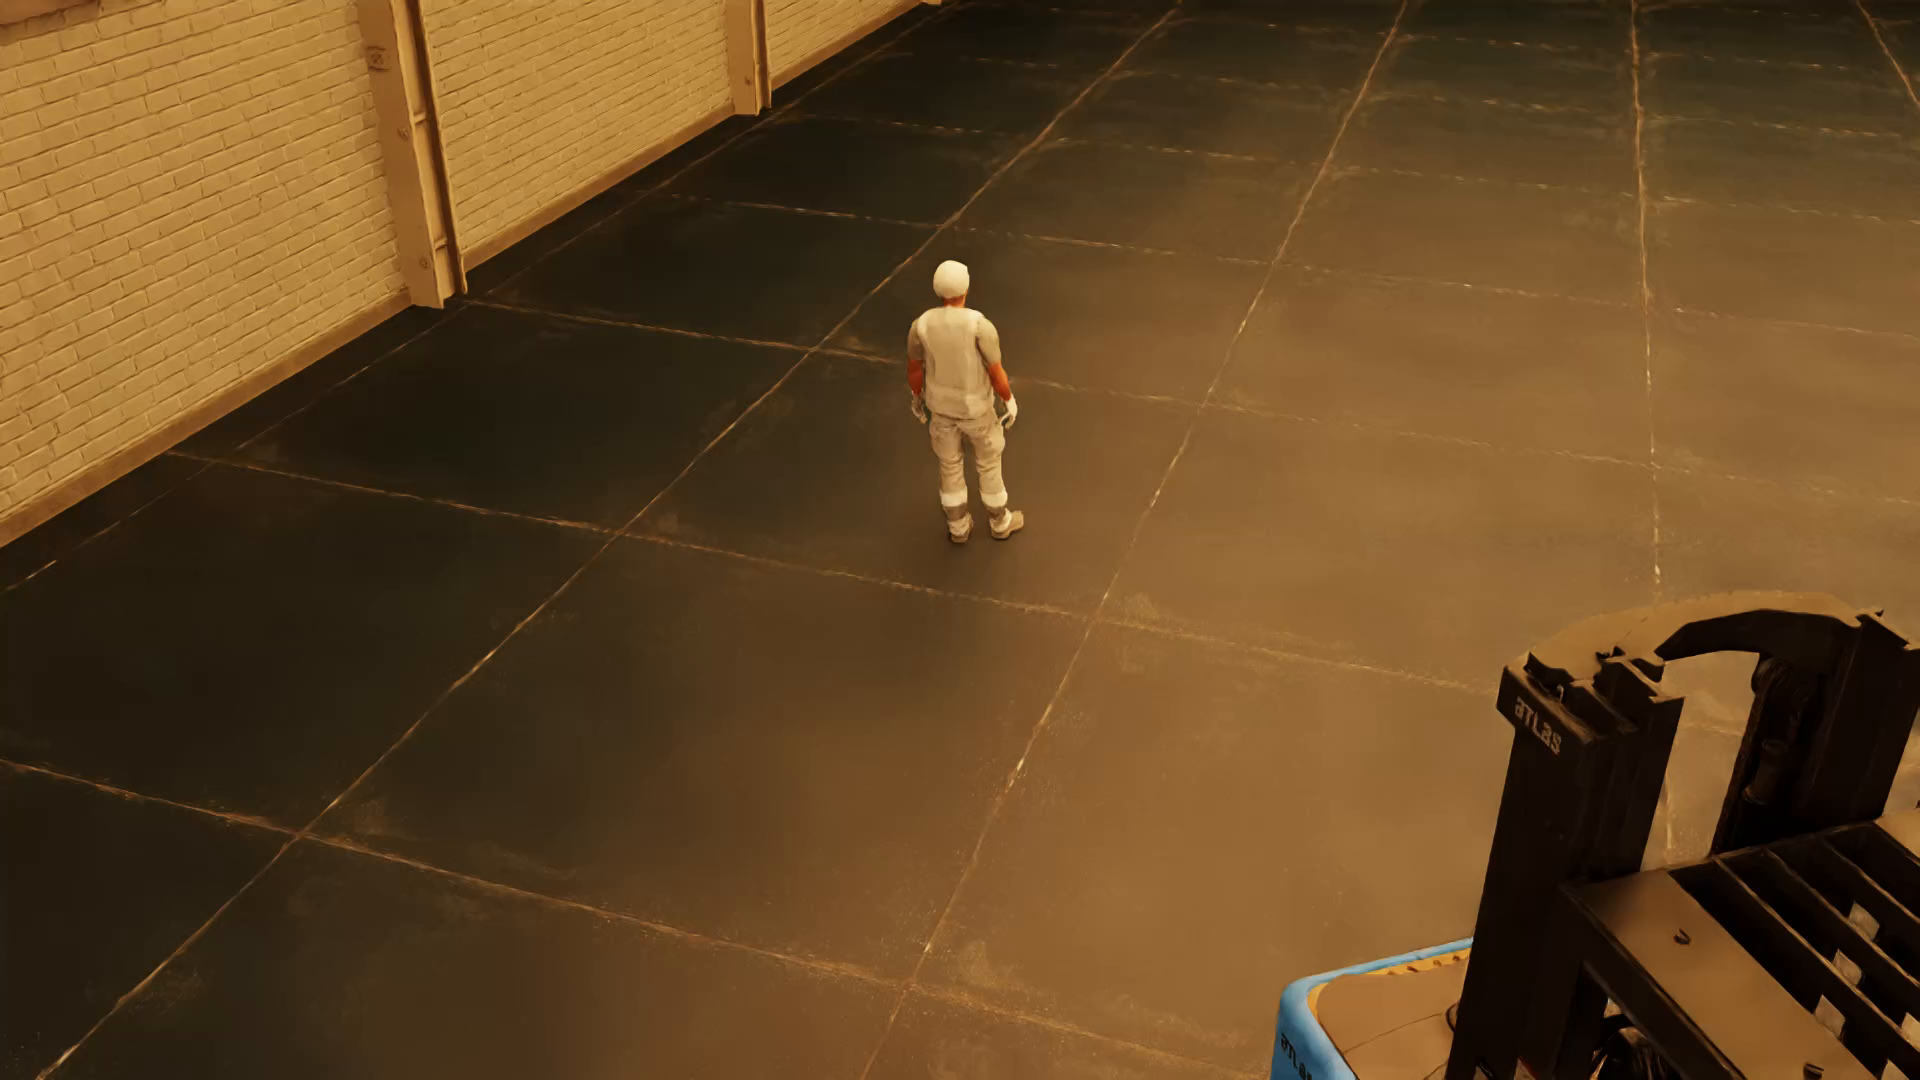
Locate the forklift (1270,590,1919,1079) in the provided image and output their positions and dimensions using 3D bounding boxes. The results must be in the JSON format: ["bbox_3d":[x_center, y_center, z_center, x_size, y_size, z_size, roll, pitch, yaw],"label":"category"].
[{"bbox_3d":[1.944,1.725,4.111,1.130,2.935,3.031,-9,31,-15],"label":"forklift"}]

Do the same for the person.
[{"bbox_3d":[0.036,-0.819,9.713,0.637,1.787,0.563,10,31,16],"label":"person"}]
